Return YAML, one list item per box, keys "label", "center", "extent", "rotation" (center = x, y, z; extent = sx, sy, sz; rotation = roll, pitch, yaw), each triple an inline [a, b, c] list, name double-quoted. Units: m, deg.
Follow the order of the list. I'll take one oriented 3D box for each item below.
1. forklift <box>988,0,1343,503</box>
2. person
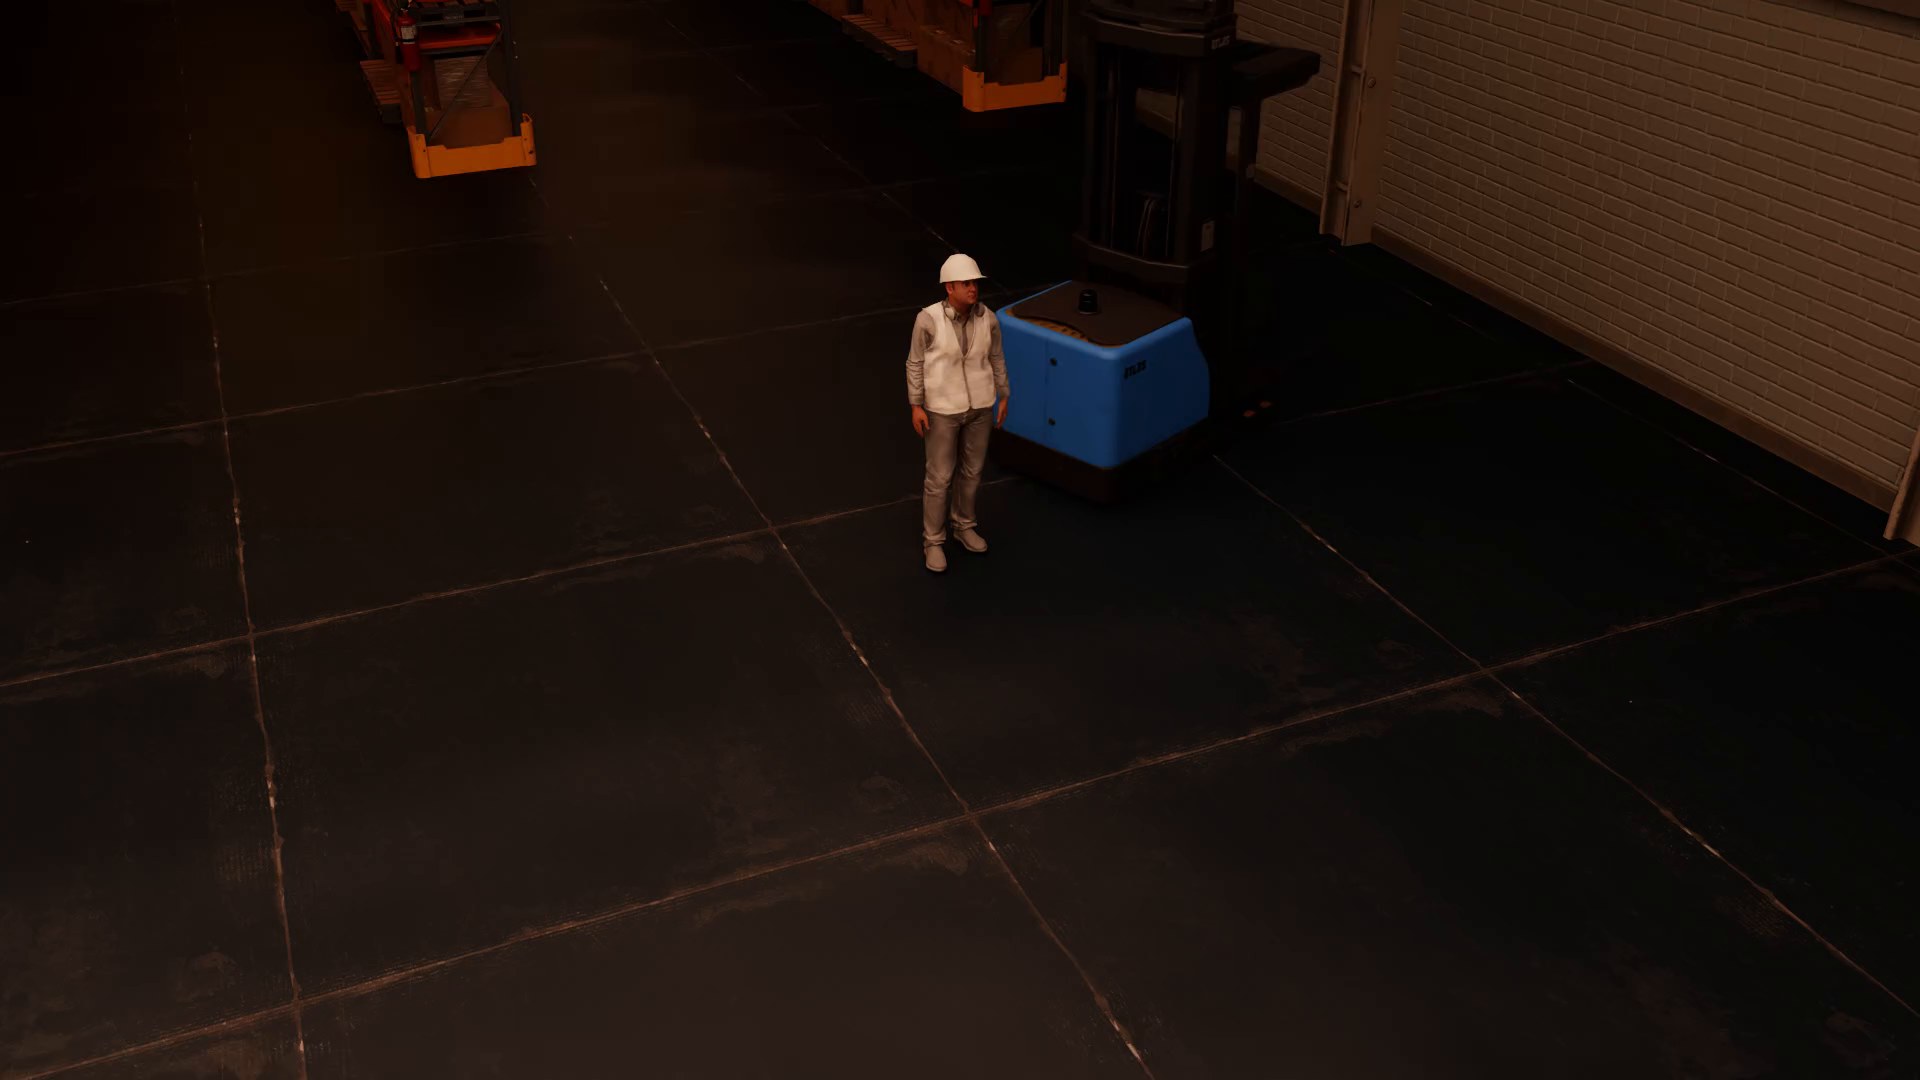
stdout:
- label: "forklift"
  center: [1.552, -2.145, 10.871]
  extent: [1.130, 2.935, 3.031]
  rotation: [25, 38, 36]
- label: "person"
  center: [0.019, -0.746, 9.576]
  extent: [0.633, 1.775, 0.566]
  rotation: [-12, 32, -20]
